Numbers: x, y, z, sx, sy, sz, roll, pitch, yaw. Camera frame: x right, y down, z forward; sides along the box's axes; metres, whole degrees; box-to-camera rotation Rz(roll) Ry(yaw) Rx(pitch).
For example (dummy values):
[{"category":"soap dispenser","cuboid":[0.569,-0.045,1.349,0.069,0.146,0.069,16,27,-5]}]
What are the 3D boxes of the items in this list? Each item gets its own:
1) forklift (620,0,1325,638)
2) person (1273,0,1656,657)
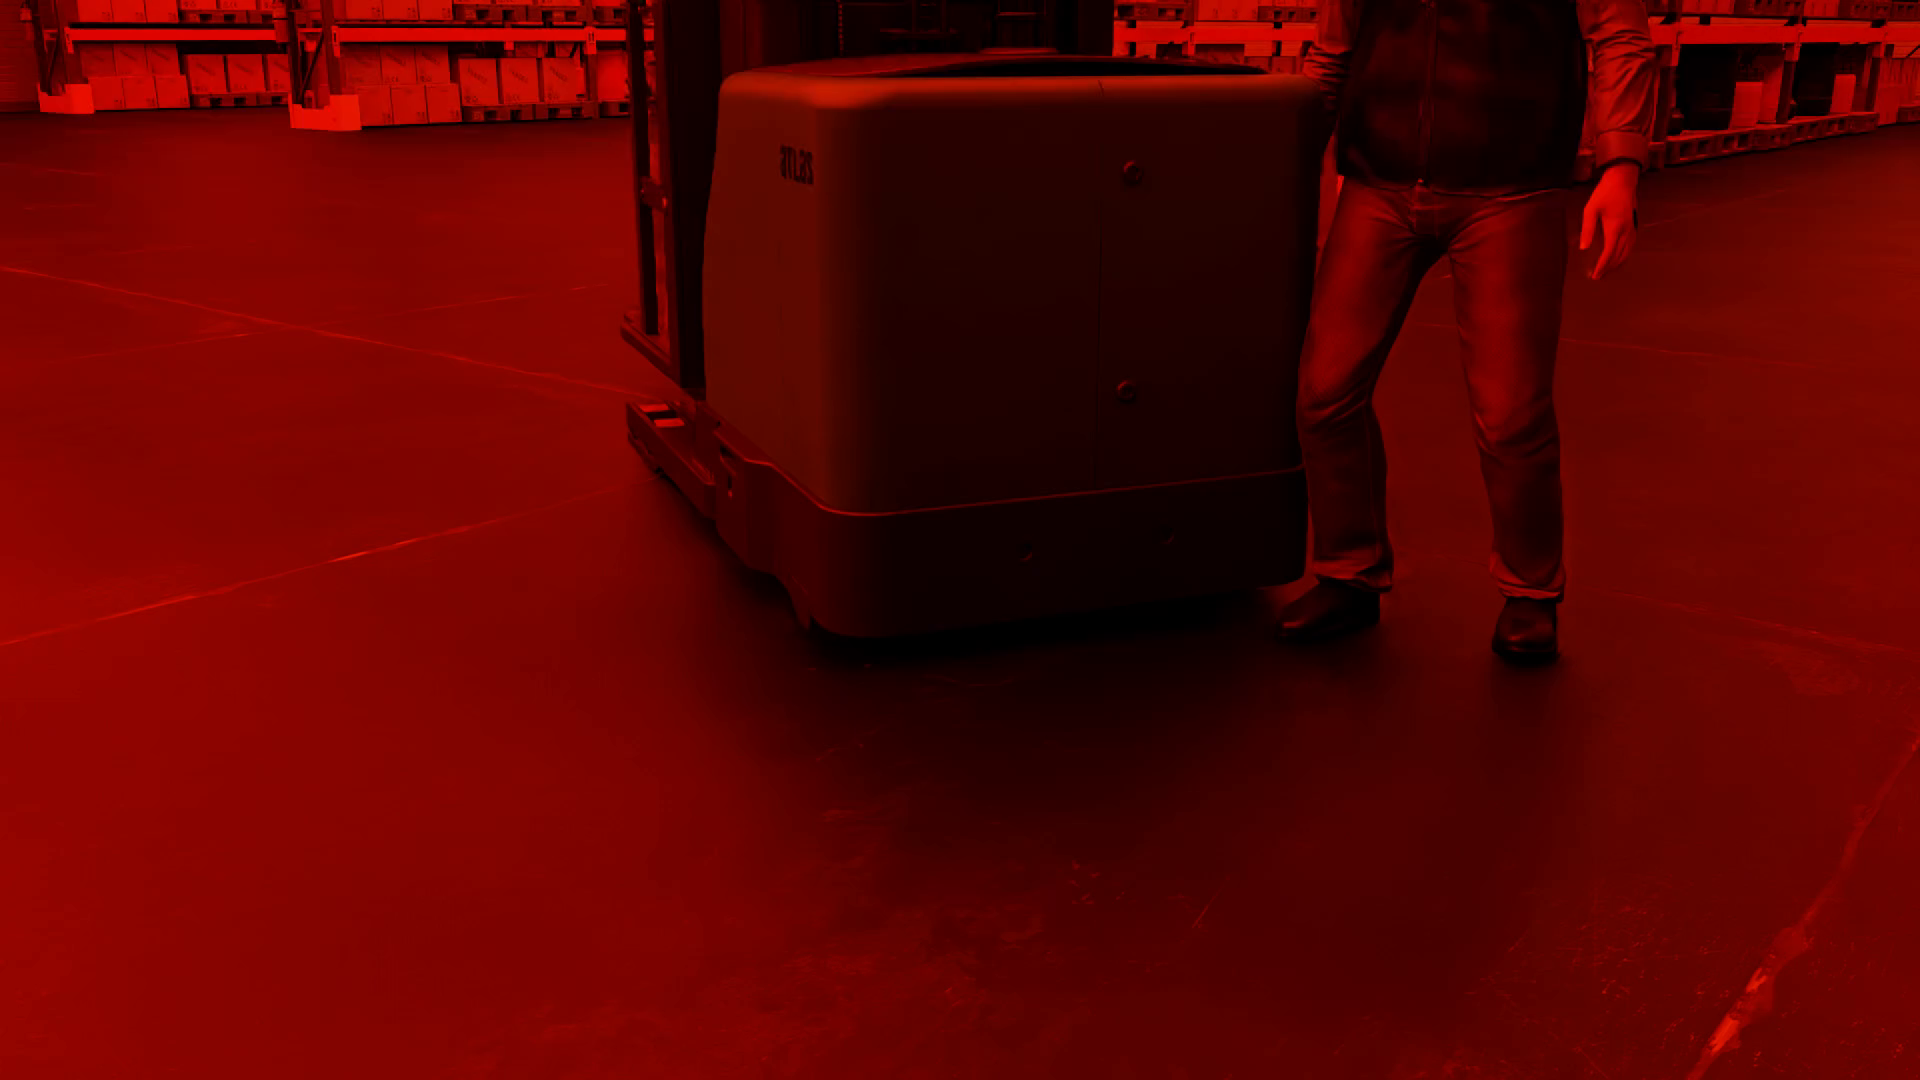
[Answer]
[{"category":"forklift","cuboid":[-0.293,-1.606,4.187,1.130,2.935,3.031,-7,18,-21]},{"category":"person","cuboid":[0.896,-0.627,3.106,0.738,1.695,0.470,11,20,32]}]
